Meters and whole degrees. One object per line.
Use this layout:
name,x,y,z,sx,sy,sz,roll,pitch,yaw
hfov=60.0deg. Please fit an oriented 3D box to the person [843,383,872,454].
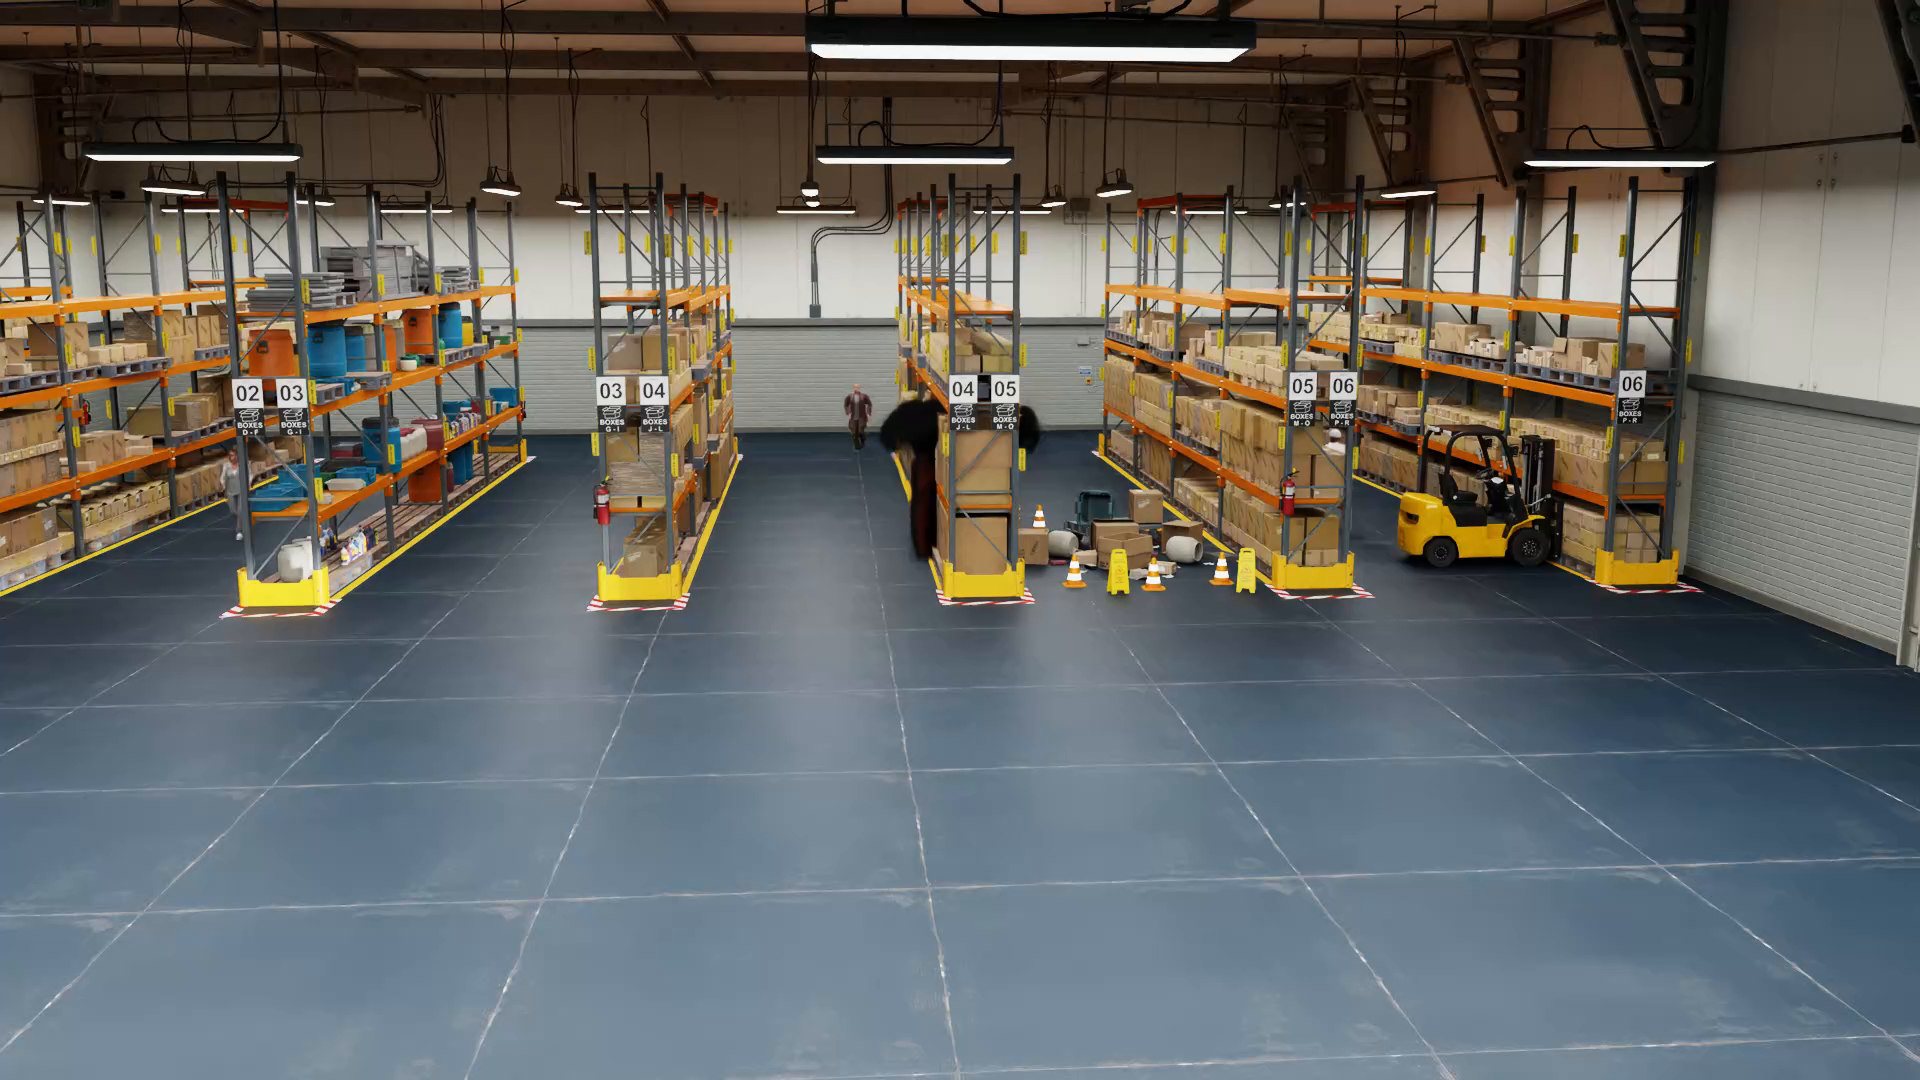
person,-2.500,-2.971,40.595,0.695,1.725,0.671,1,10,5

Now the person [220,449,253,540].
person,-12.533,-0.809,28.862,0.517,1.565,0.731,-2,10,-13

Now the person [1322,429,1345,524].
person,6.785,-1.116,30.015,0.716,1.754,0.971,-2,10,-10
